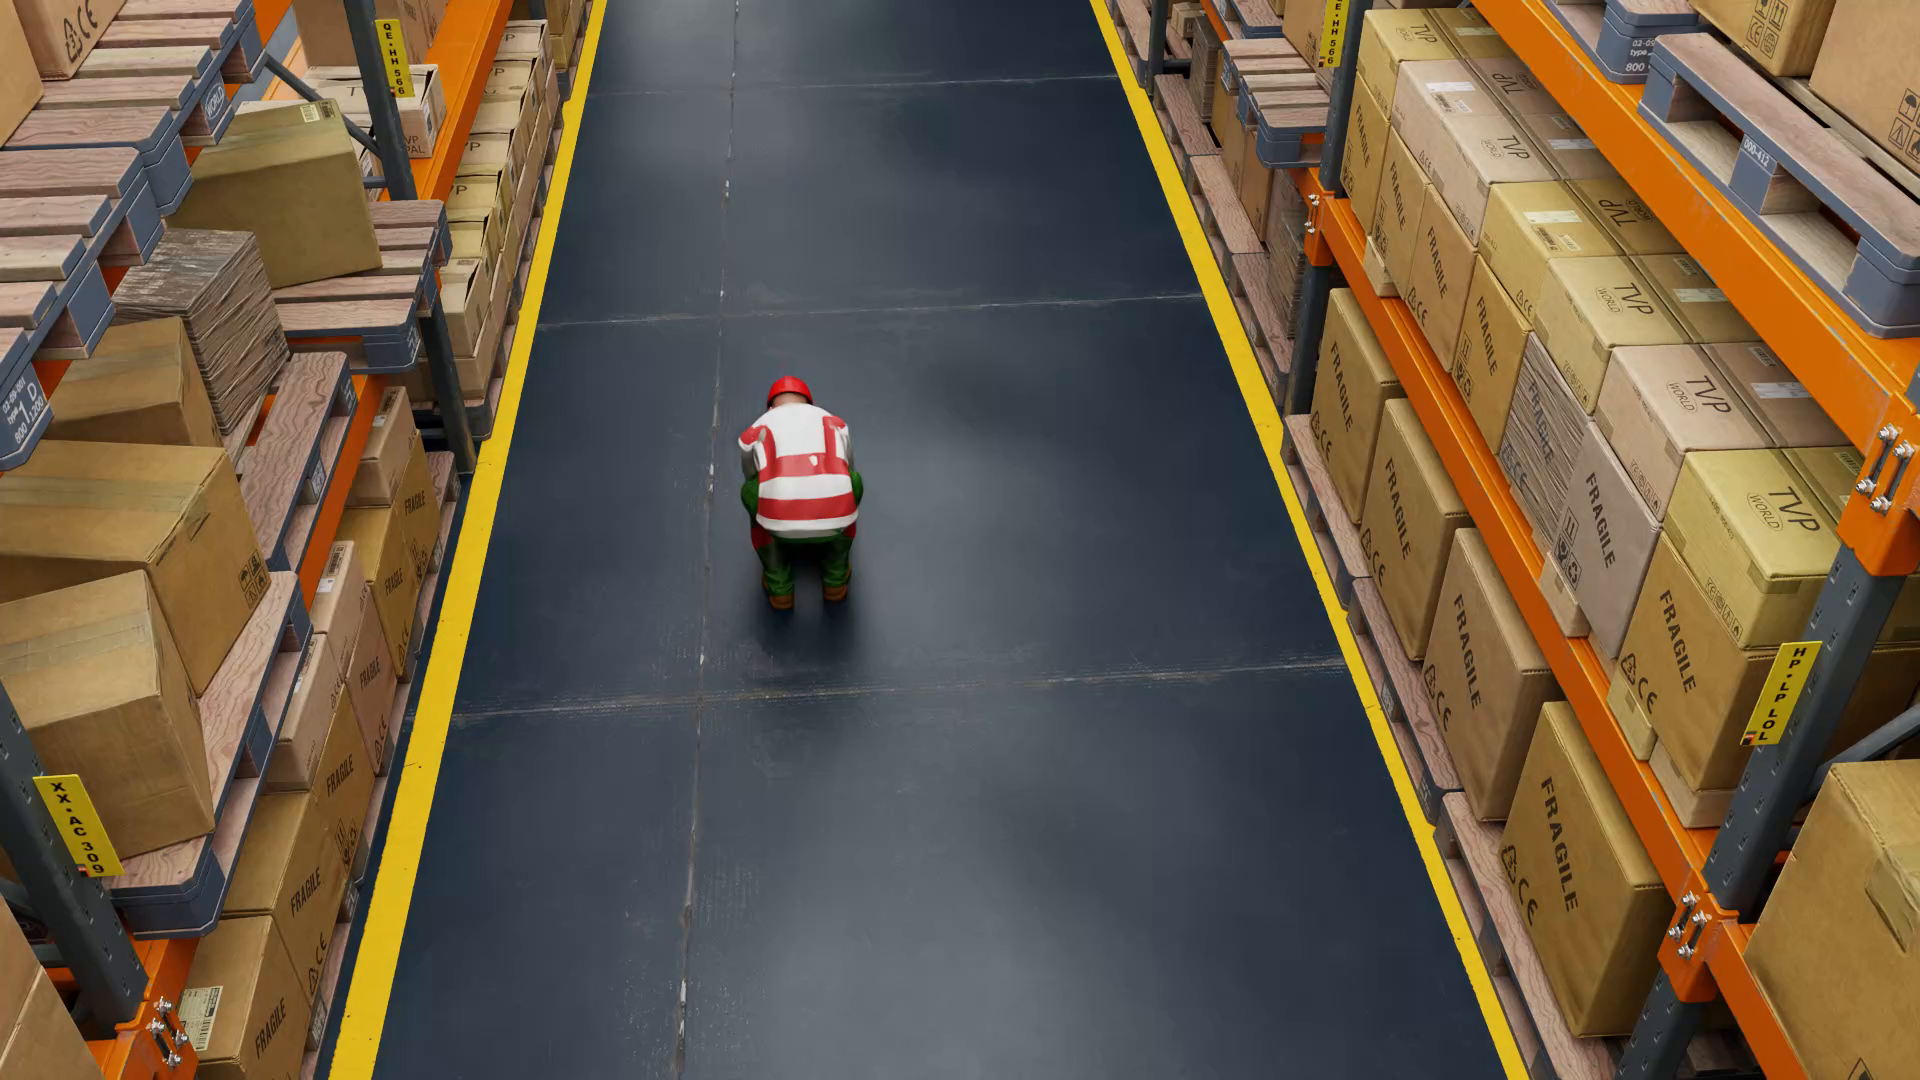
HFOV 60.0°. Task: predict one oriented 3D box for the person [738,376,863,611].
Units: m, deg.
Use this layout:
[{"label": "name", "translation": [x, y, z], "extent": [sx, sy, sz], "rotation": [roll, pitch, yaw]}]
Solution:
[{"label": "person", "translation": [-0.679, -0.180, 7.172], "extent": [0.521, 0.821, 0.964], "rotation": [-4, 39, -5]}]
